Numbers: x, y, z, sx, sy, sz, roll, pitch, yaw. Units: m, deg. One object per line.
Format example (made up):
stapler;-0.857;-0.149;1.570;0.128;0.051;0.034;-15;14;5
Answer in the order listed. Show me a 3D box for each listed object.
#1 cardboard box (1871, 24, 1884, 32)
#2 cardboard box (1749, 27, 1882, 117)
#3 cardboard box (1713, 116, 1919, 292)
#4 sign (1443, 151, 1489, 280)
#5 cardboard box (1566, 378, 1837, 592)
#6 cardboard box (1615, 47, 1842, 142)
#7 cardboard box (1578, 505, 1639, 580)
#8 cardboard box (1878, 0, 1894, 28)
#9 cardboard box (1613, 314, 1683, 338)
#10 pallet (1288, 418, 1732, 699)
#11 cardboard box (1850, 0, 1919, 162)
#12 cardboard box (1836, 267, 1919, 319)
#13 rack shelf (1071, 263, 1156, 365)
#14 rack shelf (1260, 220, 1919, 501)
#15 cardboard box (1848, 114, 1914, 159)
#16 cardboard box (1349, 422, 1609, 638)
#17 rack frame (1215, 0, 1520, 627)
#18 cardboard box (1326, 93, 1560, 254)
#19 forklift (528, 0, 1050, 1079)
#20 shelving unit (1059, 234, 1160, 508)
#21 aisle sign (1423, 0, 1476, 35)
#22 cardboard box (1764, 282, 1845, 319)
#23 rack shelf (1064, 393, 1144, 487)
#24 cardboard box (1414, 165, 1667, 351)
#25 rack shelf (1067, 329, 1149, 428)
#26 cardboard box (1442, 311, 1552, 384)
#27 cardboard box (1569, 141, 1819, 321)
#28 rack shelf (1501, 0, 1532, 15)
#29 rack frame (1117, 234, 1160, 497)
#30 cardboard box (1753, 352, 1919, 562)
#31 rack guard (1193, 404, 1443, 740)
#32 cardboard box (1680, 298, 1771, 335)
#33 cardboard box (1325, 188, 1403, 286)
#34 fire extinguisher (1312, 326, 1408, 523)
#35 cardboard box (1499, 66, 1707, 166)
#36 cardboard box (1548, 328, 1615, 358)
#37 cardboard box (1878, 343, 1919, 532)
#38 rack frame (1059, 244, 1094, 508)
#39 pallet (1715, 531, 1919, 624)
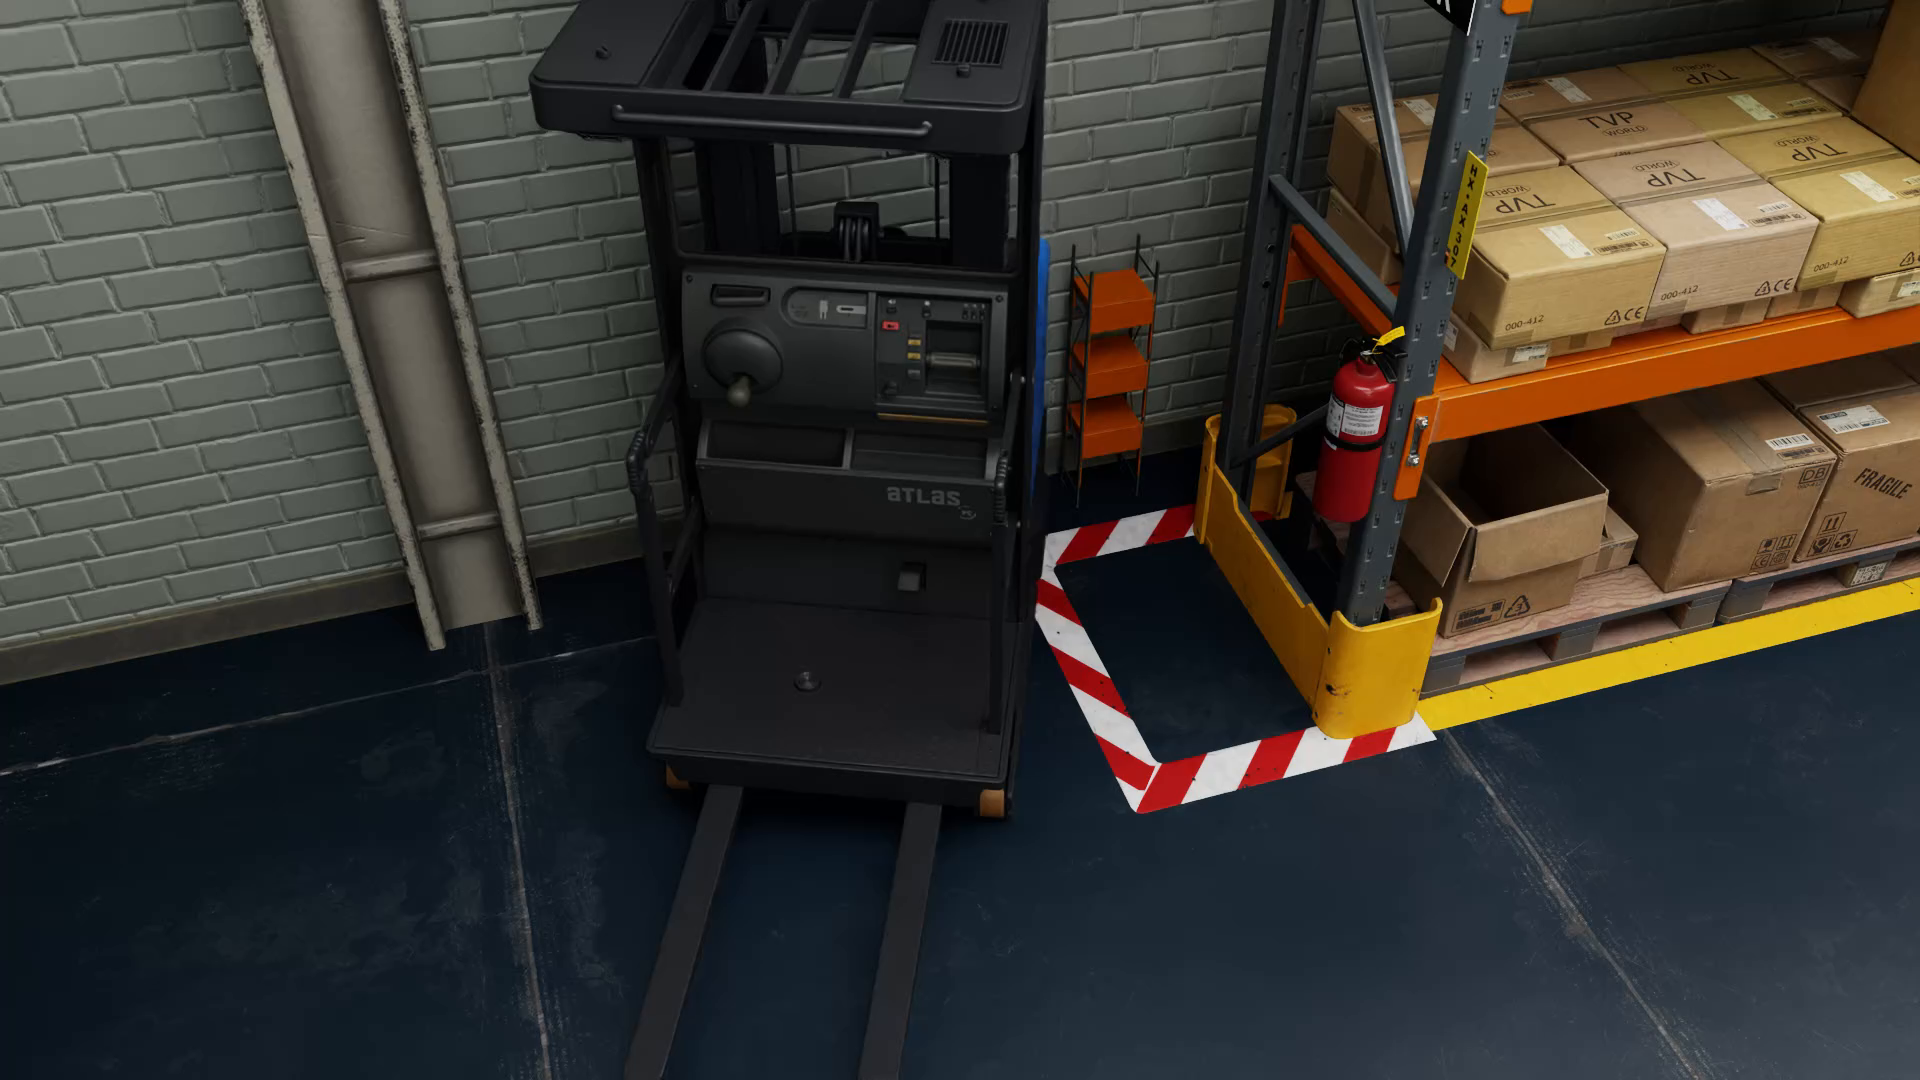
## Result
cardboard box;3.424;-1.558;5.642;0.500;0.250;0.500;-11;42;-12
cardboard box;2.955;-1.457;5.526;0.500;0.250;0.500;-12;43;-13
cardboard box;2.608;-1.023;5.029;0.500;0.250;0.500;-12;43;-14
sign;1.294;-0.830;4.263;0.005;0.325;0.100;-12;42;-13
cardboard box;2.570;-0.268;5.857;0.500;0.500;0.700;-10;42;-11
cardboard box;2.456;-1.354;5.408;0.500;0.250;0.500;-10;42;-12
cardboard box;2.160;-0.050;5.875;0.250;0.149;0.380;-13;43;-15
cardboard box;3.446;-1.846;5.401;0.500;0.500;0.500;-13;43;-14
cardboard box;1.996;-0.796;5.072;0.250;0.149;0.380;-12;43;-14
pallet;1.964;0.032;6.053;1.213;0.211;1.003;-12;42;-13
cardboard box;3.075;-1.400;4.891;0.500;0.500;0.500;-11;42;-12
cardboard box;2.771;-0.866;5.153;0.250;0.149;0.380;-13;43;-14
rack shelf;0.542;-0.810;5.963;0.240;0.259;0.215;-11;42;-13
rack shelf;3.039;-0.969;5.626;4.000;0.370;1.077;-12;42;-13
cardboard box;3.090;-1.137;5.160;0.500;0.250;0.500;-13;43;-14
cardboard box;1.743;-0.124;5.691;0.637;0.503;0.797;-13;43;-15
rack frame;1.131;-0.845;4.937;0.127;3.000;1.000;-12;42;-13
cardboard box;1.490;-1.158;5.183;0.500;0.250;0.500;-11;42;-12
forklift;-0.353;-0.472;4.563;1.130;2.935;3.031;4;41;5
shelving unit;0.541;-0.604;6.143;0.252;1.050;0.215;-11;42;-13
aisle sign;1.154;-1.626;3.855;0.004;0.787;0.394;-12;42;-13
cardboard box;2.507;-0.864;5.150;0.250;0.149;0.380;-11;42;-12
rack shelf;0.540;-0.387;6.332;0.240;0.259;0.215;-11;42;-13
cardboard box;1.645;-0.821;4.798;0.500;0.250;0.500;-11;42;-13
rack shelf;0.541;-0.596;6.150;0.240;0.259;0.215;-11;42;-13
cardboard box;1.527;-0.643;4.897;0.250;0.149;0.380;-12;43;-13
cardboard box;2.126;-0.921;4.912;0.500;0.250;0.500;-11;42;-13
rack shelf;3.039;-2.099;4.639;4.000;0.370;1.077;-12;42;-13
rack frame;0.658;-0.627;6.170;0.008;1.050;0.200;-11;42;-13
cardboard box;3.104;-0.309;5.905;0.500;0.500;0.500;-11;42;-12
rack guard;1.204;0.082;5.777;0.348;0.500;1.175;-12;42;-13
cardboard box;2.256;-0.808;5.085;0.250;0.149;0.380;-10;42;-12
cardboard box;1.367;-0.984;5.288;0.250;0.149;0.380;-12;43;-14
fire extinguisher;1.130;-0.356;4.720;0.183;0.674;0.296;-12;42;-13
cardboard box;1.982;-1.259;5.299;0.500;0.250;0.500;-12;42;-13
cardboard box;1.756;-0.722;4.988;0.250;0.149;0.380;-11;42;-12
cardboard box;3.560;-0.473;6.092;0.500;0.500;0.700;-13;43;-15
rack frame;0.424;-0.582;6.116;0.008;1.050;0.200;-11;42;-13
pallet;3.125;-0.206;6.326;1.213;0.211;1.003;-12;42;-13
